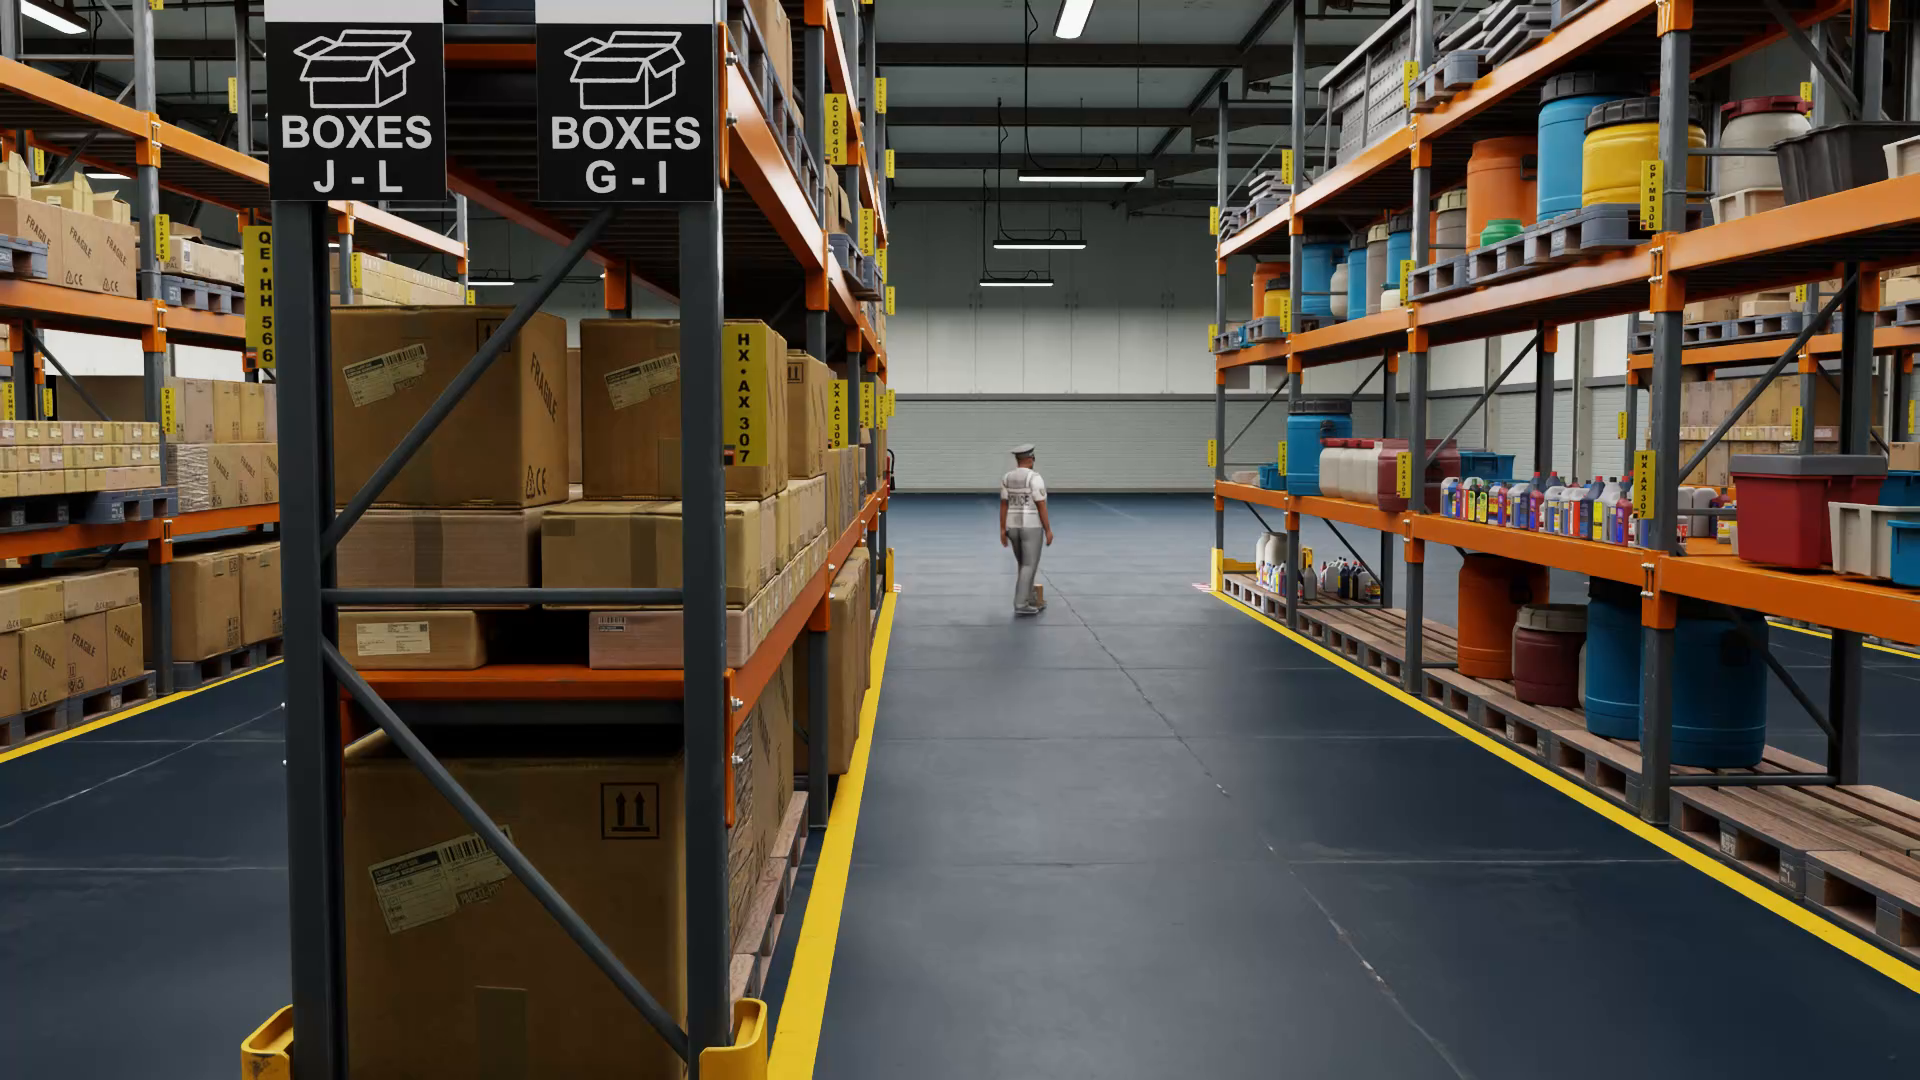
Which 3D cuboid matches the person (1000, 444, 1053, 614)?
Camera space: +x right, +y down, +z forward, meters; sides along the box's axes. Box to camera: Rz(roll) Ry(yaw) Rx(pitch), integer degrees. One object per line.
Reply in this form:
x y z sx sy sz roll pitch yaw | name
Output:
0.783 -0.122 17.271 0.546 1.754 0.707 4 5 45 | person
